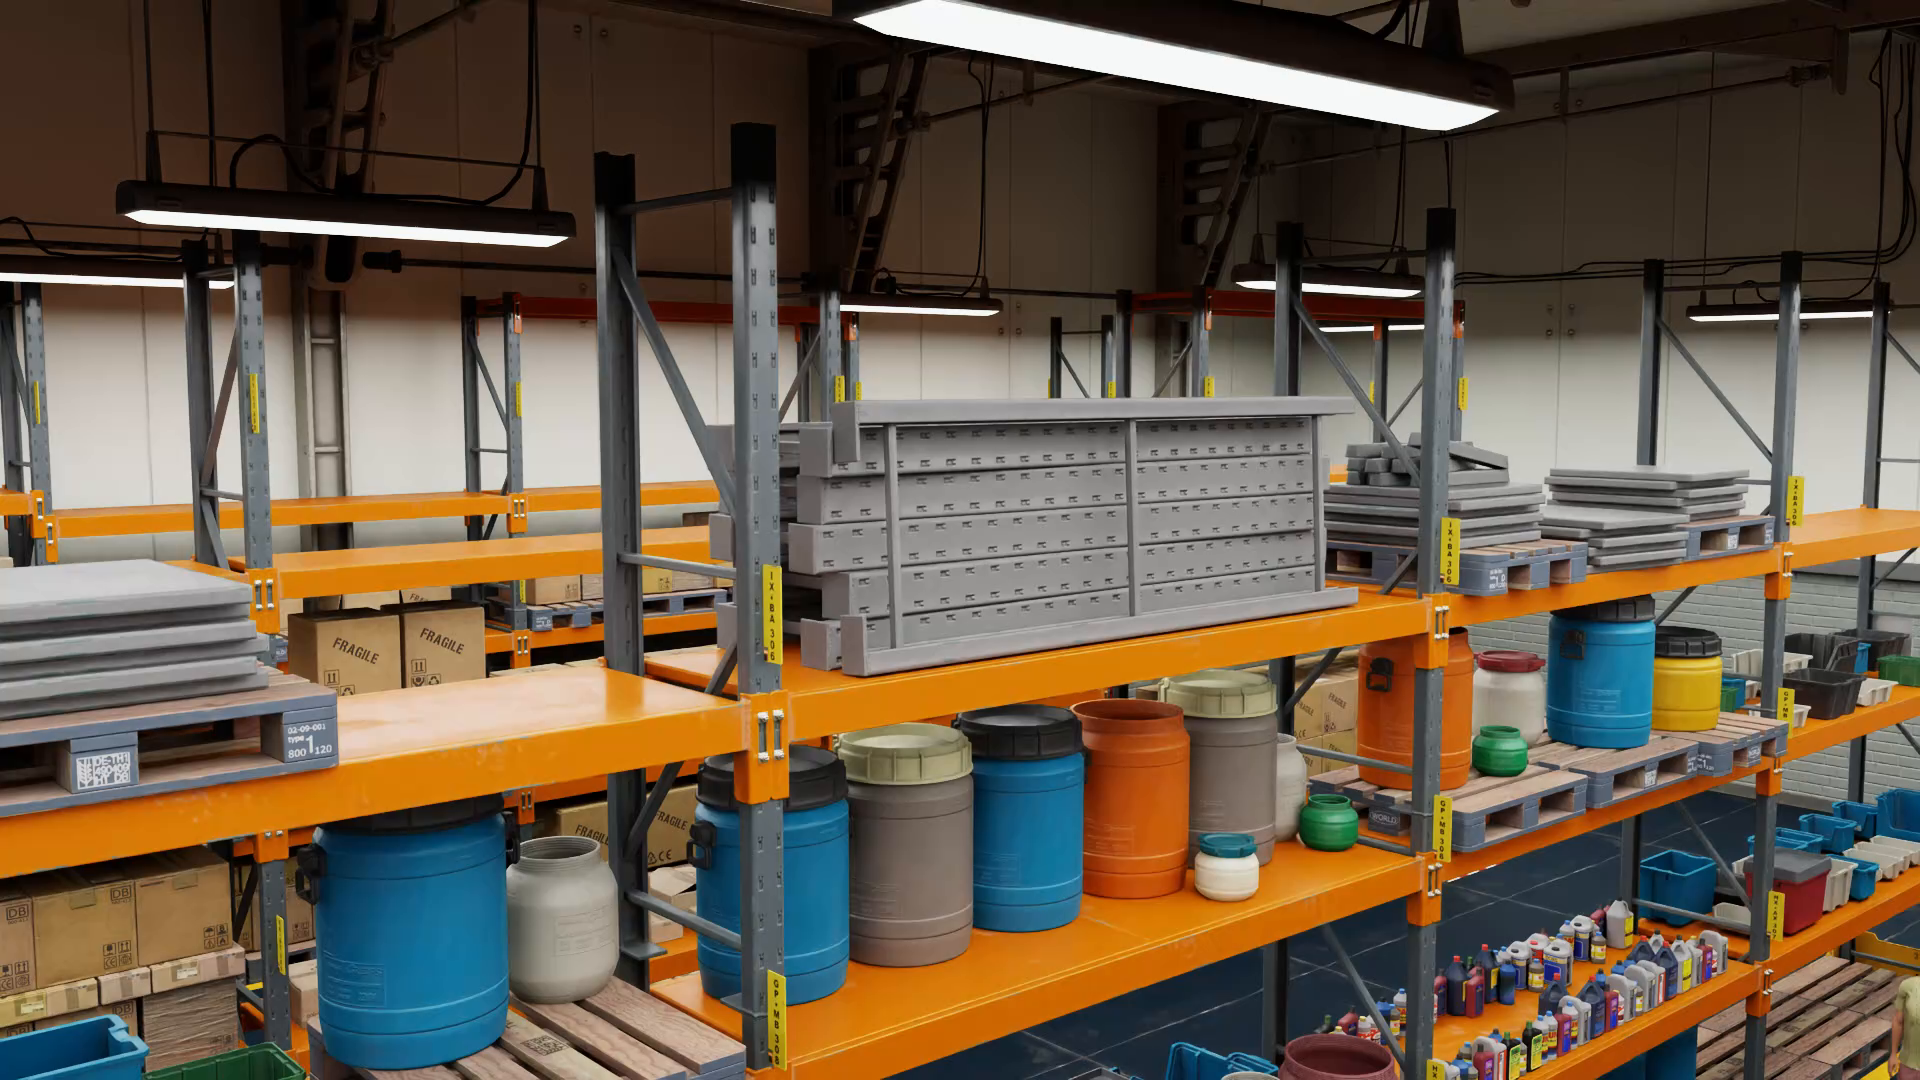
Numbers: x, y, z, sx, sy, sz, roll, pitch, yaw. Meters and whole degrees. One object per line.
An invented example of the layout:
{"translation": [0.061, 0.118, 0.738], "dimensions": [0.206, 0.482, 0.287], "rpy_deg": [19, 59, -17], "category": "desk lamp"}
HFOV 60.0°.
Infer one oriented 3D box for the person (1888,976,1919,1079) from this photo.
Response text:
{"translation": [6.079, 3.366, 10.406], "dimensions": [0.518, 1.737, 0.489], "rpy_deg": [4, 7, 40], "category": "person"}
